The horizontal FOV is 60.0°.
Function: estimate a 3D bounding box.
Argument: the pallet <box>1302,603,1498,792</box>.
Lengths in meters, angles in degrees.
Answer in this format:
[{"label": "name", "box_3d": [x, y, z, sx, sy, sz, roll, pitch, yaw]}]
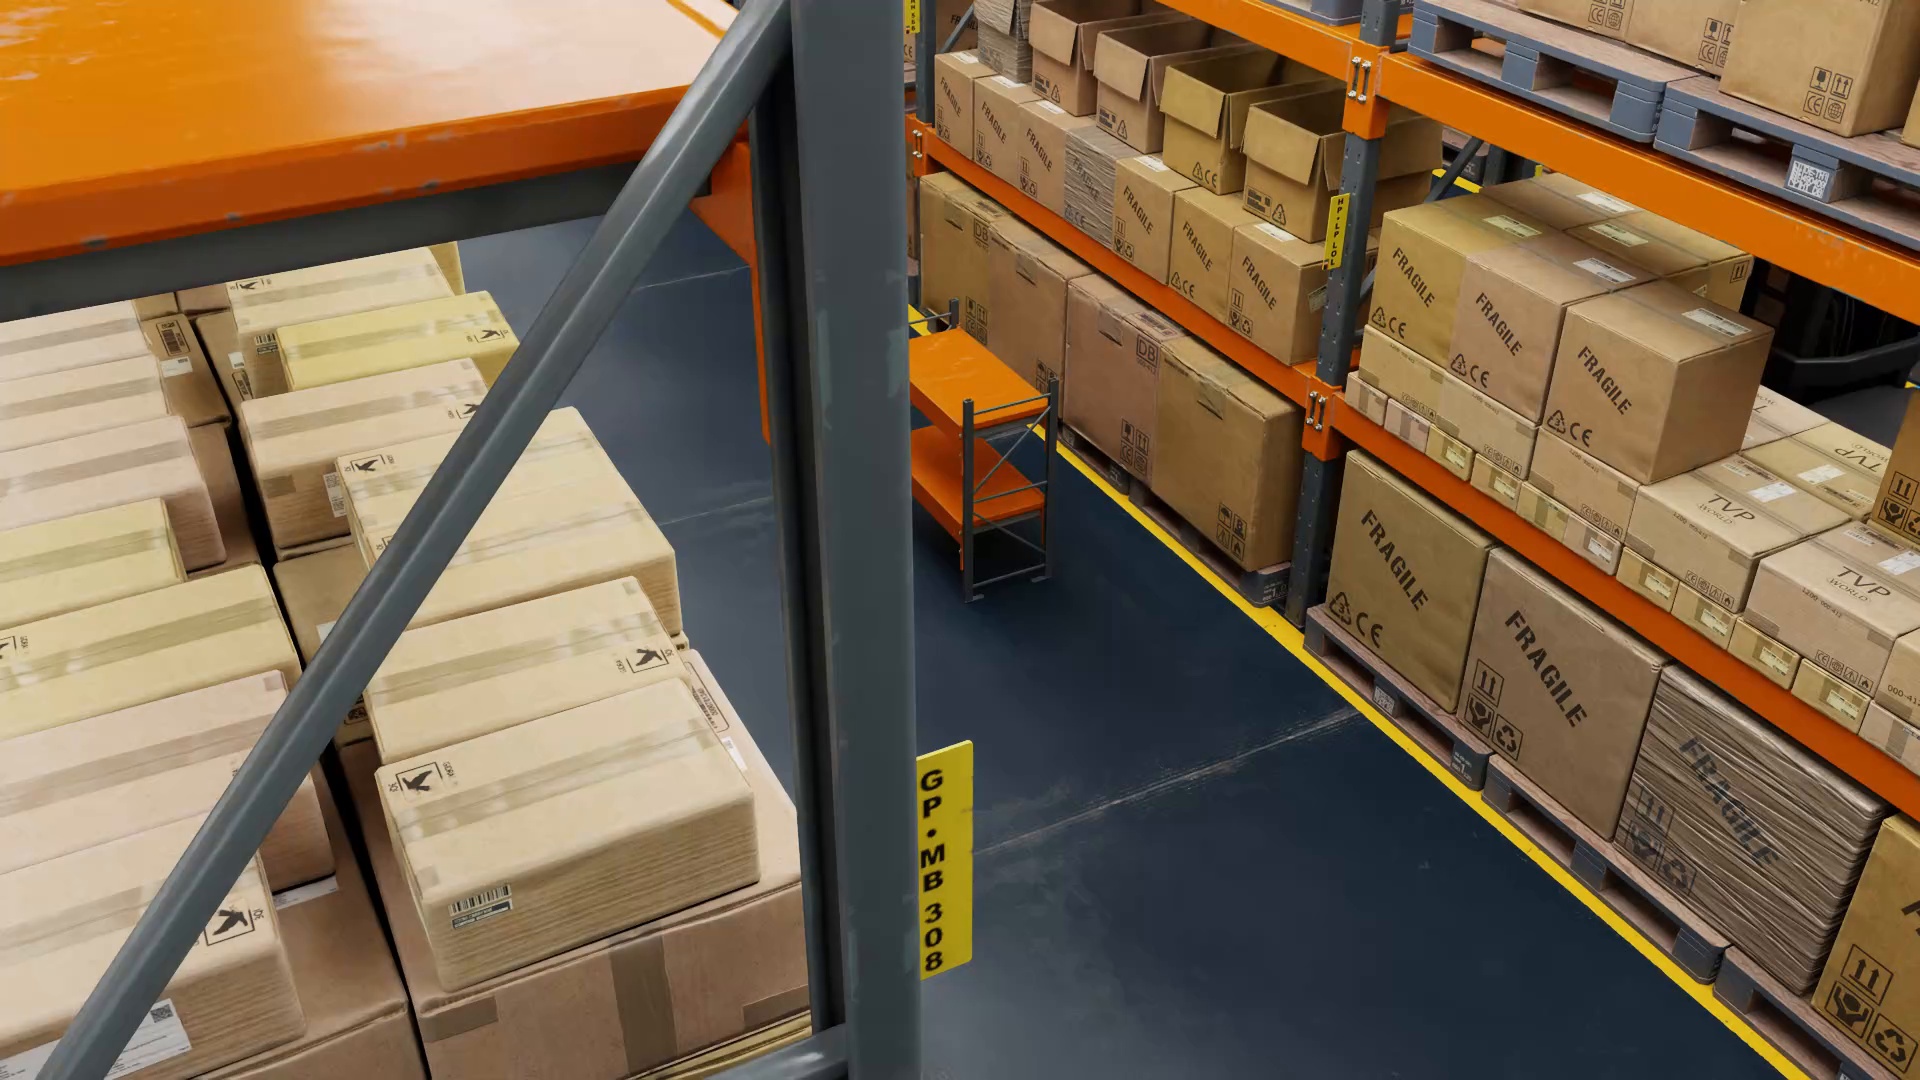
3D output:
[{"label": "pallet", "box_3d": [2.344, 0.576, 7.655, 1.003, 0.211, 1.213, -16, 36, -23]}]

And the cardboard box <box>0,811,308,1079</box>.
[{"label": "cardboard box", "box_3d": [-0.927, 0.465, 1.769, 0.380, 0.149, 0.250, -16, 36, -24]}]

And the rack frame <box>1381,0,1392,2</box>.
[{"label": "rack frame", "box_3d": [2.058, -3.506, 5.881, 1.000, 3.000, 0.127, -16, 36, -23]}]

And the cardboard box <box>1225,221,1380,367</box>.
[{"label": "cardboard box", "box_3d": [1.599, -1.177, 7.714, 0.500, 0.500, 0.500, -16, 36, -23]}]

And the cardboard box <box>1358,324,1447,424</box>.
[{"label": "cardboard box", "box_3d": [2.046, -0.752, 7.007, 0.500, 0.250, 0.500, -17, 36, -24]}]

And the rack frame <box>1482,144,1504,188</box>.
[{"label": "rack frame", "box_3d": [4.575, -4.135, 12.424, 1.000, 3.000, 0.127, -16, 36, -23]}]

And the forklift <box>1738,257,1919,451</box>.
[{"label": "forklift", "box_3d": [3.819, -1.308, 8.074, 1.130, 2.935, 3.031, -14, 35, -21]}]

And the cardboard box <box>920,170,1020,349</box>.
[{"label": "cardboard box", "box_3d": [0.497, -1.837, 10.417, 1.225, 0.875, 0.875, -18, 37, -25]}]

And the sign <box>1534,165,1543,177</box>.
[{"label": "sign", "box_3d": [2.549, -1.519, 7.464, 0.100, 0.325, 0.005, -16, 36, -23]}]

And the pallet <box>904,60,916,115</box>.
[{"label": "pallet", "box_3d": [-0.233, -3.122, 11.020, 1.213, 0.211, 1.003, -16, 36, -23]}]

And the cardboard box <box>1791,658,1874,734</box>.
[{"label": "cardboard box", "box_3d": [2.989, 0.460, 5.484, 0.380, 0.149, 0.250, -17, 36, -24]}]

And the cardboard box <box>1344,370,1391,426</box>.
[{"label": "cardboard box", "box_3d": [1.902, -0.650, 7.217, 0.380, 0.149, 0.250, -16, 36, -23]}]

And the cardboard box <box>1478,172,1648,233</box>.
[{"label": "cardboard box", "box_3d": [2.509, -1.206, 7.020, 0.500, 0.500, 0.500, -15, 36, -22]}]

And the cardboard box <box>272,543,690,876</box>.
[{"label": "cardboard box", "box_3d": [-0.731, 0.194, 2.562, 0.500, 0.250, 0.500, -16, 36, -24]}]

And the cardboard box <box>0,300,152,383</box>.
[{"label": "cardboard box", "box_3d": [-1.624, -0.275, 2.924, 0.380, 0.149, 0.250, -17, 36, -24]}]

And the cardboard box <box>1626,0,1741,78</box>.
[{"label": "cardboard box", "box_3d": [2.723, -1.888, 5.562, 0.700, 0.500, 0.500, -14, 35, -21]}]

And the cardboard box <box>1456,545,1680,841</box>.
[{"label": "cardboard box", "box_3d": [2.715, 0.502, 6.766, 0.875, 0.875, 0.875, -16, 36, -23]}]

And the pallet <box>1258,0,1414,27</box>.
[{"label": "pallet", "box_3d": [1.587, -2.588, 7.406, 0.805, 0.209, 1.217, -17, 37, -25]}]

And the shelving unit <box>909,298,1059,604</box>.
[{"label": "shelving unit", "box_3d": [0.003, -0.470, 8.442, 0.538, 1.125, 1.048, -16, 36, -23]}]

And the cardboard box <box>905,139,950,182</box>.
[{"label": "cardboard box", "box_3d": [-0.146, -2.650, 11.320, 0.500, 0.250, 0.500, -14, 35, -21]}]

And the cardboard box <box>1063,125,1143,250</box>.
[{"label": "cardboard box", "box_3d": [0.895, -1.903, 8.847, 0.500, 0.500, 0.500, -16, 36, -23]}]

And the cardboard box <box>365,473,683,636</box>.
[{"label": "cardboard box", "box_3d": [-0.626, 0.064, 2.395, 0.380, 0.149, 0.250, -16, 36, -23]}]

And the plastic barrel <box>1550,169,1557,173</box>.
[{"label": "plastic barrel", "box_3d": [4.818, -3.169, 12.538, 0.600, 0.830, 0.708, -16, 36, -23]}]

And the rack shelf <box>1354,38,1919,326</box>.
[{"label": "rack shelf", "box_3d": [2.991, -0.986, 5.395, 1.077, 0.370, 4.000, -16, 36, -23]}]

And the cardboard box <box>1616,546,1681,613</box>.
[{"label": "cardboard box", "box_3d": [2.630, 0.094, 6.056, 0.380, 0.149, 0.250, -17, 36, -24]}]

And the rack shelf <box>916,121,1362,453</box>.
[{"label": "rack shelf", "box_3d": [1.126, -1.632, 9.184, 1.077, 0.370, 4.000, -16, 36, -23]}]

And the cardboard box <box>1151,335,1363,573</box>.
[{"label": "cardboard box", "box_3d": [1.742, -0.563, 8.428, 1.225, 0.875, 0.875, -16, 36, -23]}]

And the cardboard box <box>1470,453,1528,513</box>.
[{"label": "cardboard box", "box_3d": [2.272, -0.274, 6.630, 0.380, 0.149, 0.250, -17, 36, -24]}]

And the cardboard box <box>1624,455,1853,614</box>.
[{"label": "cardboard box", "box_3d": [2.743, -0.031, 5.881, 0.500, 0.250, 0.500, -16, 36, -23]}]

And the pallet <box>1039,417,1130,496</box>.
[{"label": "pallet", "box_3d": [1.059, -0.739, 9.707, 1.003, 0.211, 1.213, -16, 36, -23]}]

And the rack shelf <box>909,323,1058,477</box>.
[{"label": "rack shelf", "box_3d": [0.003, -0.717, 8.284, 0.538, 0.278, 1.000, -16, 36, -23]}]

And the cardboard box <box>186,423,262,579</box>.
[{"label": "cardboard box", "box_3d": [-1.427, 0.073, 2.751, 0.500, 0.250, 0.500, -15, 36, -22]}]

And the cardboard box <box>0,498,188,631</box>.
[{"label": "cardboard box", "box_3d": [-1.294, 0.101, 2.337, 0.380, 0.149, 0.250, -15, 36, -22]}]

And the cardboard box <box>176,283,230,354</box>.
[{"label": "cardboard box", "box_3d": [-1.457, -0.536, 3.702, 0.500, 0.250, 0.500, -14, 35, -21]}]

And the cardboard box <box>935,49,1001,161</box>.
[{"label": "cardboard box", "box_3d": [0.179, -2.631, 9.983, 0.500, 0.500, 0.500, -15, 35, -22]}]

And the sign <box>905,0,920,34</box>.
[{"label": "sign", "box_3d": [-0.282, -3.203, 9.968, 0.100, 0.325, 0.005, -16, 36, -23]}]

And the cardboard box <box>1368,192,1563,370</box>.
[{"label": "cardboard box", "box_3d": [2.056, -1.065, 6.800, 0.500, 0.500, 0.500, -16, 36, -23]}]

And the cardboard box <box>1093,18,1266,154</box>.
[{"label": "cardboard box", "box_3d": [1.140, -2.371, 8.647, 0.797, 0.503, 0.637, -15, 35, -22]}]

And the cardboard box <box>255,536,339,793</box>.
[{"label": "cardboard box", "box_3d": [-0.988, 0.154, 3.087, 0.500, 0.250, 0.500, -17, 36, -25]}]

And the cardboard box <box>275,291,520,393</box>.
[{"label": "cardboard box", "box_3d": [-0.991, -0.299, 2.961, 0.380, 0.149, 0.250, -15, 35, -22]}]

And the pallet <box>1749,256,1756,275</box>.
[{"label": "pallet", "box_3d": [5.544, -2.014, 11.697, 1.003, 0.211, 1.213, -16, 36, -23]}]

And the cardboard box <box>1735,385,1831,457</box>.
[{"label": "cardboard box", "box_3d": [2.978, -0.408, 6.469, 0.500, 0.250, 0.500, -15, 36, -22]}]
